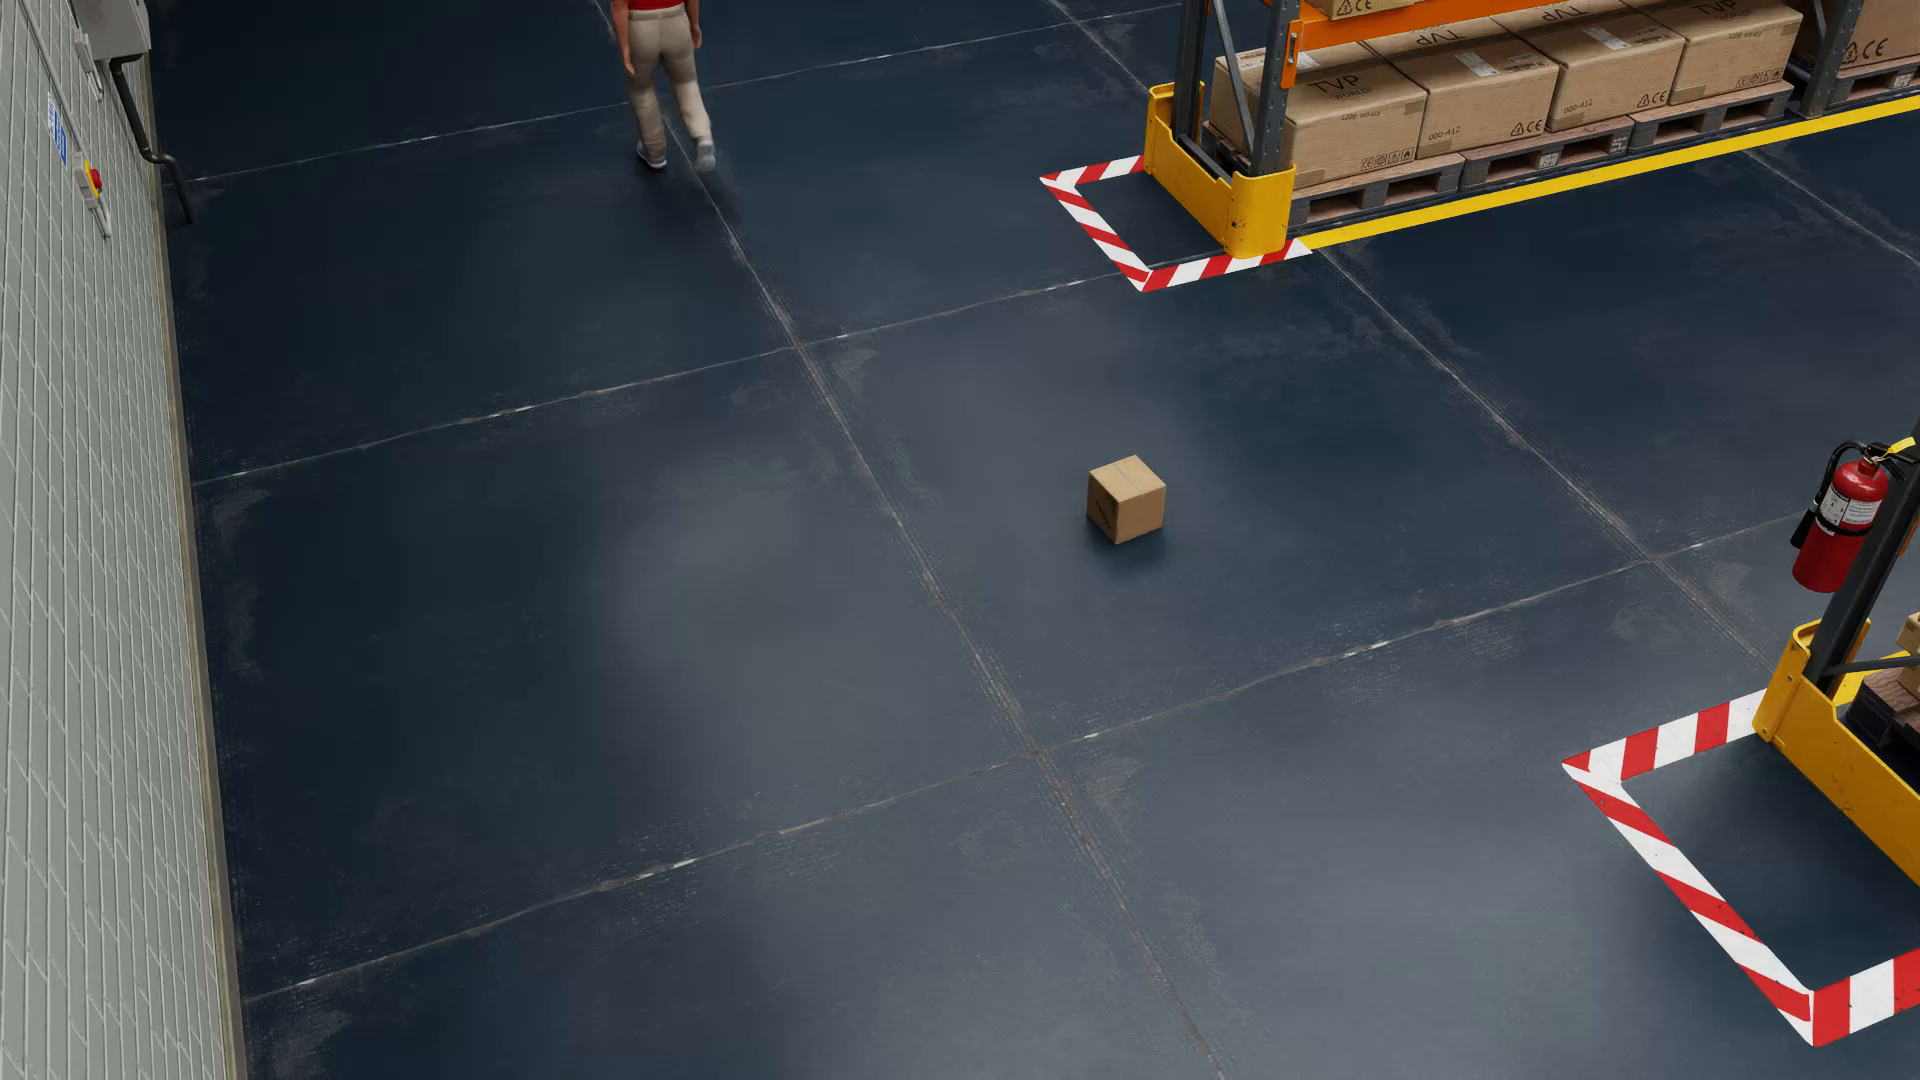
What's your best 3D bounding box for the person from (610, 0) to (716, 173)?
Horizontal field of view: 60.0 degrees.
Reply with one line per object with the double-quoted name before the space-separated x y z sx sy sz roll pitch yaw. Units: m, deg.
"person" -1.699 -2.855 9.380 0.533 1.699 0.723 -17 44 -19
